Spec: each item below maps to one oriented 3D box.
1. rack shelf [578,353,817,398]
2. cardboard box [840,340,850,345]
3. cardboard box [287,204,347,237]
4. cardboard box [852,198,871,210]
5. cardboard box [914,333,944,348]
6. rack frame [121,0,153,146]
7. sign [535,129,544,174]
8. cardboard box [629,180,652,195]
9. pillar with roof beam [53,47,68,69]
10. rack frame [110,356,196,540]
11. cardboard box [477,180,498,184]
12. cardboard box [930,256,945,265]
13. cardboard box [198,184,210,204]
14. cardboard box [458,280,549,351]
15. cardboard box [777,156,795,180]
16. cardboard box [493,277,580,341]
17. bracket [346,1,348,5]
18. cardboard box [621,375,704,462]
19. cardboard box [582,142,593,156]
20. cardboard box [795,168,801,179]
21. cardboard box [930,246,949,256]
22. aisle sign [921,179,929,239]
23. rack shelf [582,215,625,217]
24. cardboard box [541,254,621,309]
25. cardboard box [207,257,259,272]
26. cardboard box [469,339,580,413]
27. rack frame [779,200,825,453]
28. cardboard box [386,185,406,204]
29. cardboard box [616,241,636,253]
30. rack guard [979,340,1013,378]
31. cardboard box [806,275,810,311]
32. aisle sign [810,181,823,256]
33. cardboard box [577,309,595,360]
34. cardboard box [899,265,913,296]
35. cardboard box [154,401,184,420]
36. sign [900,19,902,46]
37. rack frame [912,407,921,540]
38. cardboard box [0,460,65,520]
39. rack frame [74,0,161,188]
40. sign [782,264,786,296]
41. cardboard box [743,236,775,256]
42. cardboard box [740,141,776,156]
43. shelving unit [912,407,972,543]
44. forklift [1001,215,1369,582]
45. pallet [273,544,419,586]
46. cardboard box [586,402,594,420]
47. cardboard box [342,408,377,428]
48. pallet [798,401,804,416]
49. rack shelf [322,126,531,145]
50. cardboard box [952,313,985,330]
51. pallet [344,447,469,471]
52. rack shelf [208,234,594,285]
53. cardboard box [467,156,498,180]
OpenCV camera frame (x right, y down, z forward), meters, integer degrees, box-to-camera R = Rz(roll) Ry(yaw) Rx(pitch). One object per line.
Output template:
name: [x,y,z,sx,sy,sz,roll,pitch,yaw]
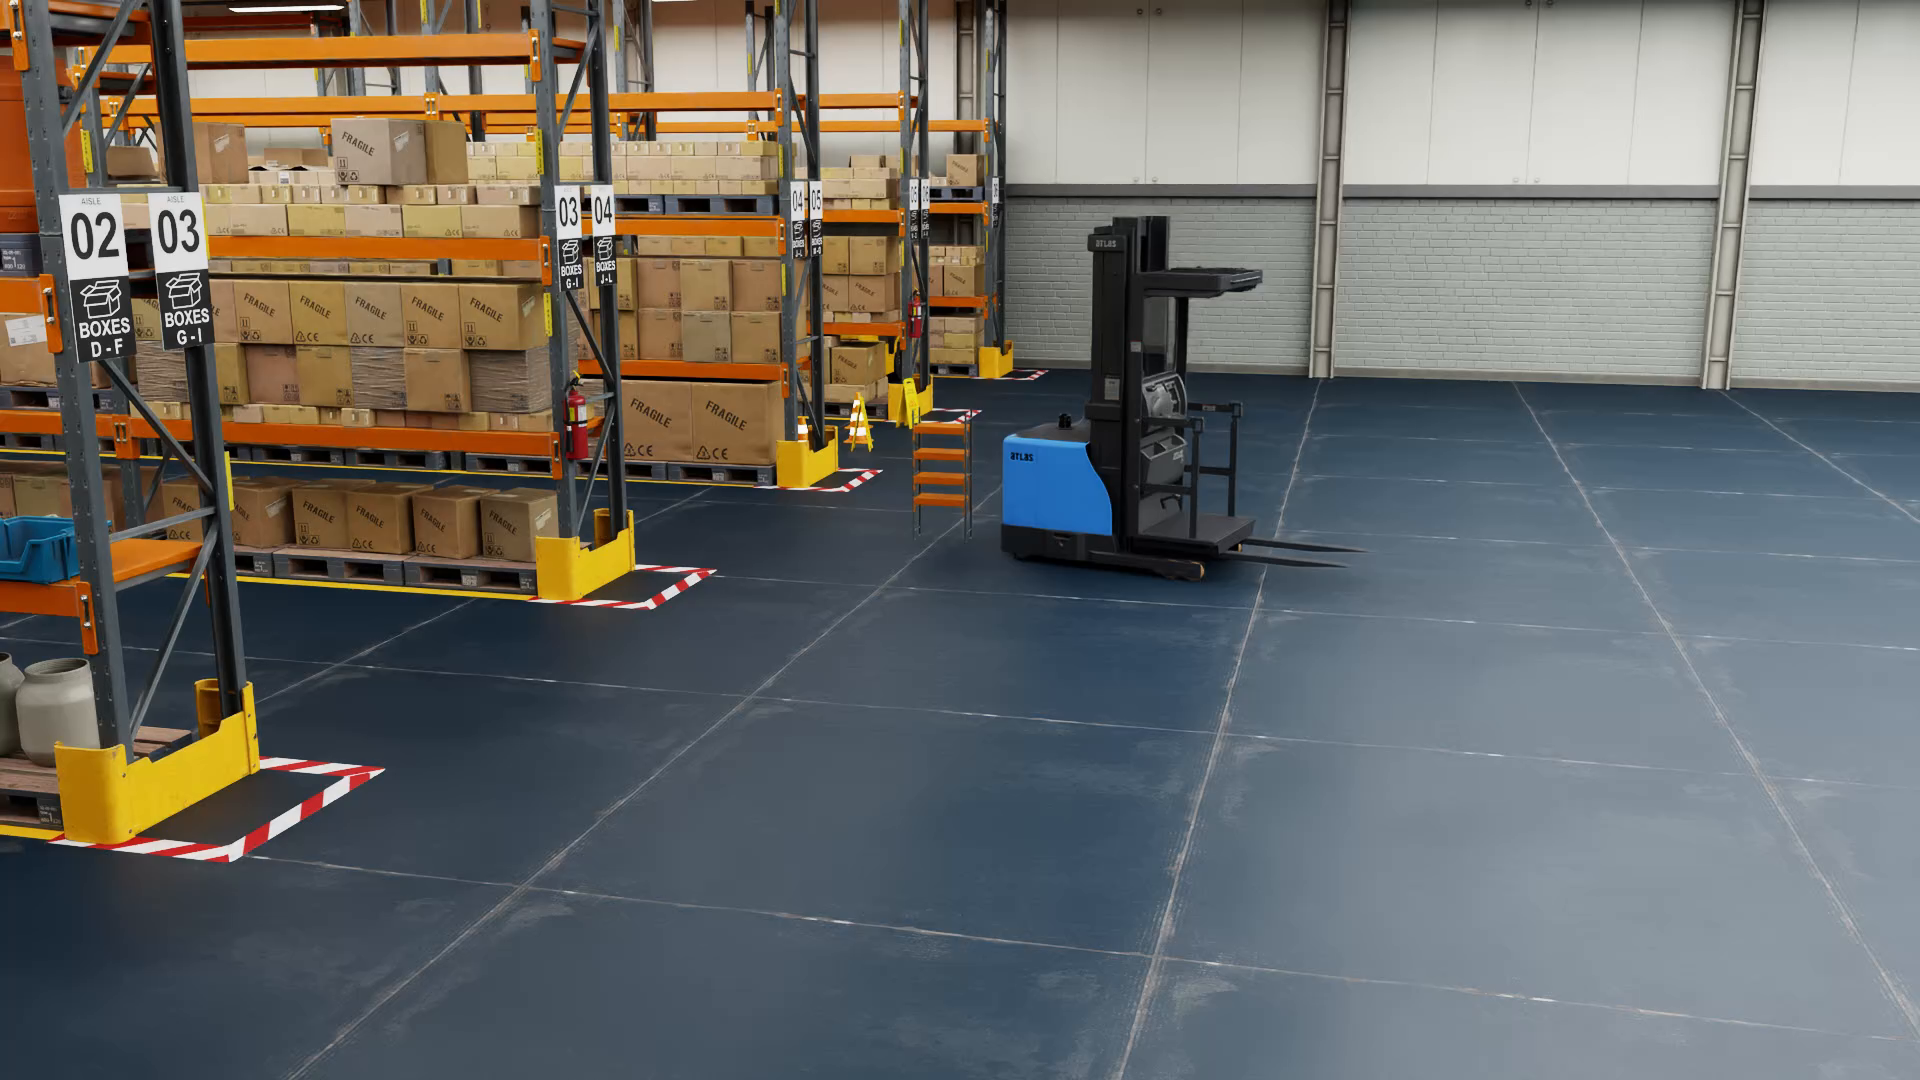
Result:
rack shelf: [-3.635,-1.900,18.549,4.000,0.370,1.077,3,13,14]
cardboard box: [-1.854,-2.550,23.463,0.500,0.500,0.500,3,13,11]
cardboard box: [-4.979,-2.551,13.243,0.500,0.250,0.500,3,13,13]
cardboard box: [-1.268,-4.501,22.266,0.250,0.149,0.380,3,13,14]
cardboard box: [-0.452,-3.332,27.567,0.500,0.250,0.500,3,13,13]
rack frame: [-12.256,-6.745,24.875,0.127,3.000,1.000,3,13,14]
sign: [-3.132,-2.890,12.383,0.005,0.325,0.100,3,13,14]
cardboard box: [-3.331,-3.755,17.703,0.250,0.149,0.380,3,13,14]
pillar with roof beam: [-18.387,-7.421,27.921,0.548,9.000,9.100,3,13,14]
rack frame: [-6.863,-1.317,14.261,0.127,3.000,1.000,3,13,14]
cardboard box: [-5.053,-3.847,18.118,0.250,0.149,0.380,3,13,14]
cardboard box: [-0.316,-4.595,27.309,0.250,0.149,0.380,3,13,15]
cardboard box: [-6.088,-2.803,13.459,0.250,0.149,0.380,3,13,14]
cardboard box: [-3.573,-1.768,13.068,0.500,0.500,0.500,3,13,14]
cardboard box: [-2.101,-4.016,17.962,0.500,0.250,0.500,3,13,13]
cardboard box: [-3.449,-1.877,13.561,0.500,0.500,0.500,3,13,14]
bracket: [-11.213,-9.676,29.775,0.430,0.232,0.235,3,13,14]
cardboard box: [-3.222,-1.381,18.487,0.875,0.875,0.875,3,13,13]
cardboard box: [-3.828,-4.170,17.735,0.250,0.149,0.380,3,13,13]
cardboard box: [-2.215,-4.968,22.531,0.250,0.149,0.380,3,13,12]
cardboard box: [-0.326,-4.737,27.258,0.250,0.149,0.380,3,13,15]
aisle sign: [-0.471,-4.525,22.716,0.004,0.787,0.394,3,13,14]
rack shelf: [-6.431,-4.618,23.875,4.000,0.370,1.077,3,13,14]
cardboard box: [-4.174,-2.868,18.411,0.550,0.550,0.875,3,13,14]
cardboard box: [-8.536,-3.048,19.524,0.500,0.500,0.700,3,13,13]
cardboard box: [-3.507,-1.338,13.437,0.500,0.500,0.875,3,13,14]
rack frame: [-1.693,-2.147,18.003,0.127,3.000,1.000,3,13,14]
cardboard box: [-4.301,-2.720,13.087,0.250,0.149,0.380,3,13,14]
cardboard box: [-4.861,-4.215,23.940,0.250,0.149,0.380,3,13,13]
rack guard: [0.603,-3.016,27.689,0.348,0.500,1.175,3,13,14]
cardboard box: [-2.169,-3.411,22.783,0.500,0.500,0.500,3,13,13]
aisle sign: [-1.553,-3.476,17.989,0.004,0.787,0.394,3,13,14]
cardboard box: [-4.180,-2.335,18.502,0.550,0.550,0.875,3,13,14]
cardboard box: [-0.960,-4.312,27.529,0.500,0.500,0.500,3,13,12]
cardboard box: [-6.487,-1.104,13.882,0.250,0.149,0.380,3,13,14]
sign: [-0.758,-6.540,21.429,0.005,0.325,0.100,3,13,14]
rack frame: [-0.398,-0.607,15.216,0.015,1.200,0.240,3,13,14]
cardboard box: [-8.456,-0.406,14.908,0.500,0.500,0.700,2,13,9]
rack frame: [-6.863,-4.246,13.611,0.127,3.000,1.000,3,13,14]
sign: [-1.837,-2.715,17.341,0.005,0.325,0.100,3,13,14]
cardboard box: [-2.614,-3.944,22.875,0.500,0.500,0.700,3,13,13]
cardboard box: [-2.102,-4.078,17.320,0.250,0.149,0.380,3,13,14]
shelving unit: [-0.161,-0.594,15.159,0.503,1.200,0.258,3,13,14]
forklift: [1.907,-1.217,13.970,3.031,2.935,1.130,6,14,27]
pallet: [-5.015,0.135,14.156,1.213,0.211,1.003,3,13,14]
cardboard box: [-3.200,-1.052,13.645,0.250,0.149,0.380,3,13,14]
cardboard box: [-4.788,-1.014,13.475,0.250,0.149,0.380,3,13,14]
pallet: [-2.640,-1.949,23.549,1.213,0.211,1.003,3,13,14]
rack shelf: [-9.129,-7.139,29.234,4.000,0.370,1.077,3,13,14]
cardboard box: [0.159,-3.653,27.860,0.500,0.250,0.500,3,13,13]
pallet: [-6.344,-1.018,19.350,1.213,0.211,1.003,3,13,14]
rack shelf: [-4.922,-2.326,13.546,4.000,0.370,1.077,3,13,14]
cardboard box: [-5.169,-4.061,18.162,0.500,0.250,0.500,3,13,14]
